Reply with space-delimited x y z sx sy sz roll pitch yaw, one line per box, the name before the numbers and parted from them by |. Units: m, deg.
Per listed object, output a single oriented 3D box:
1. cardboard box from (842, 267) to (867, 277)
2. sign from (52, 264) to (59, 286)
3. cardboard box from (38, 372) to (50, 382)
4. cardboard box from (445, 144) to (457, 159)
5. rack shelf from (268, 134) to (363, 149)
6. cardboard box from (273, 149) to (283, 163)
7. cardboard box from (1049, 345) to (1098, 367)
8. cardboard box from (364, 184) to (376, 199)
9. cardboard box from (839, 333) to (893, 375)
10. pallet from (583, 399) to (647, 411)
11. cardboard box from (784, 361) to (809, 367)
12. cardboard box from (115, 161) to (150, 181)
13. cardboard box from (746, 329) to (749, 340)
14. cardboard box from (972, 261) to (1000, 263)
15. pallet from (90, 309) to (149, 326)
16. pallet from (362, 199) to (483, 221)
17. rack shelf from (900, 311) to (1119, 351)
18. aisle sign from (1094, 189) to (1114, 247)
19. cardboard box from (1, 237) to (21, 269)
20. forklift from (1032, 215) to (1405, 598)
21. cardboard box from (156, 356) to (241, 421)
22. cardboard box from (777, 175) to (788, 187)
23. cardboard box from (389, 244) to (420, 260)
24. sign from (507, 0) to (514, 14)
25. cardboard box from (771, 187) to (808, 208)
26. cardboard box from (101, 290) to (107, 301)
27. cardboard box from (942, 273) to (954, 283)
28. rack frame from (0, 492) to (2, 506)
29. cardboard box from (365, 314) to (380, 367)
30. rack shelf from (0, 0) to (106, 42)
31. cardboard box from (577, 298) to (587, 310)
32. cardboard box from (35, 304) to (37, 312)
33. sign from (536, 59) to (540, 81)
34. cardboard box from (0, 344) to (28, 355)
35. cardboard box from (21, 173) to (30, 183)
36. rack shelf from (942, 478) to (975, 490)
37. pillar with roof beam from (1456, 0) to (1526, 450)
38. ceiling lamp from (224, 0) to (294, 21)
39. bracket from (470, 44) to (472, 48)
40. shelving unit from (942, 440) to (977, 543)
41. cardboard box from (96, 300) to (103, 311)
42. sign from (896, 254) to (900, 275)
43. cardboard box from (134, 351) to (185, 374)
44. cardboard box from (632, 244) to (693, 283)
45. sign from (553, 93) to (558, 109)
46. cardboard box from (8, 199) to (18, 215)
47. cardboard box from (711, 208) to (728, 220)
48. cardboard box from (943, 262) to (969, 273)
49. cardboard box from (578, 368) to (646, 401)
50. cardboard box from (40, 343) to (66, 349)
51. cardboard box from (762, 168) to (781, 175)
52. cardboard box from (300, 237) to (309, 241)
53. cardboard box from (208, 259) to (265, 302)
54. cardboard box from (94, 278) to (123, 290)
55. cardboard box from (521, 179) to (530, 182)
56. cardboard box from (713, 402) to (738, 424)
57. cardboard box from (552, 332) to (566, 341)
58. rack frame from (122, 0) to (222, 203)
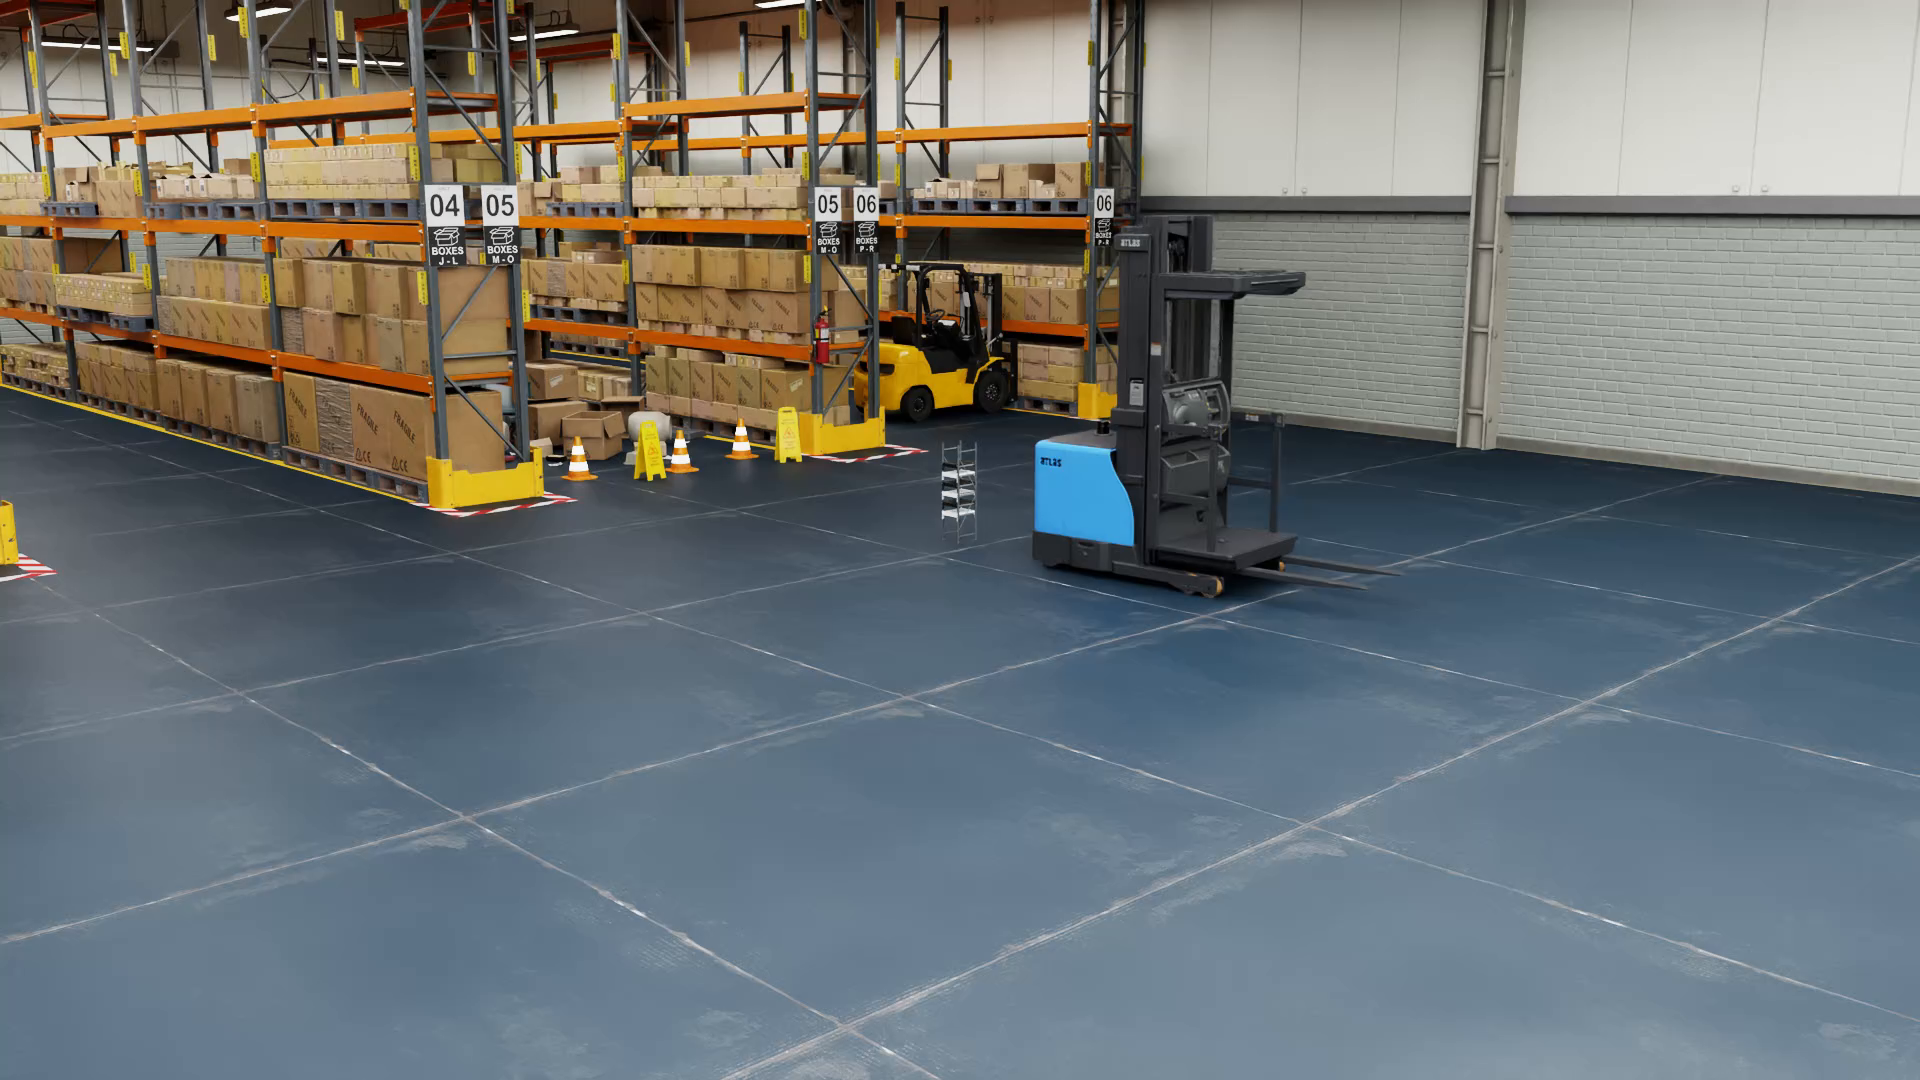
cardboard box | -1.715 -4.398 27.307 0.250 0.149 0.380 11 16 44
sign | -13.593 -3.985 25.014 0.100 0.325 0.005 -11 16 -43
cardboard box | -14.437 -2.608 26.499 0.380 0.149 0.250 -11 16 -43
cardboard box | -5.091 -4.008 17.193 0.380 0.149 0.250 -11 16 -42
rack shelf | -11.076 -7.024 29.818 1.077 0.370 4.000 -11 16 -43
cardboard box | -7.498 -4.324 18.729 0.380 0.149 0.250 -11 16 -43
cardboard box | 1.636 -2.656 24.002 0.500 0.250 0.500 -10 15 -41
cardboard box | -5.918 -3.600 17.190 0.380 0.149 0.250 -11 16 -42
cardboard box | -1.482 -3.099 27.701 0.875 0.625 0.625 -11 16 -43
pallet | -4.709 -1.923 24.058 1.003 0.211 1.213 -11 16 -43
cardboard box | -2.146 -2.053 21.695 0.500 0.500 0.500 11 16 43
cardboard box | -11.275 -5.043 22.714 0.396 0.266 0.258 -11 16 -43
cardboard box | -2.513 -2.645 21.277 0.380 0.149 0.250 -11 16 -42
cardboard box | 0.410 -4.268 25.940 0.380 0.149 0.250 -11 16 -44
pallet | -11.840 -3.243 24.034 1.003 0.211 1.213 -11 16 -43
pallet | -5.438 -3.419 17.198 1.003 0.211 1.213 -11 16 -43
rack shelf | 0.798 -3.223 25.242 1.077 0.370 4.000 -11 16 -43
aisle sign | 2.012 -4.506 23.245 0.394 0.787 0.004 -11 16 -43
cardboard box | -15.153 -4.652 26.932 0.500 0.500 0.500 -11 16 -44
forklift | 2.075 -1.101 13.331 3.031 2.935 1.130 9 15 39
cardboard box | -10.088 -2.056 22.333 1.050 0.750 0.750 -11 16 -43
cardboard box | -2.005 -4.379 20.284 0.380 0.149 0.250 -11 16 -42
cardboard box | -9.228 -4.706 27.935 0.500 0.500 0.500 -11 16 -43
sign | -4.513 -5.436 16.629 0.100 0.325 0.005 -11 16 -43
cardboard box | -1.956 -4.170 20.256 0.500 0.250 0.500 -11 16 -43
cardboard box | -11.825 -3.441 23.363 0.380 0.149 0.250 -11 16 -43
cardboard box | -0.056 -4.033 25.534 0.380 0.149 0.250 -10 16 -41
rack frame | -8.575 -1.210 13.690 1.000 3.000 0.127 -11 16 -43
cardboard box | -5.899 -2.184 18.047 0.875 0.550 0.550 -11 16 -43
rack shelf | -14.587 -8.143 26.022 1.077 0.370 4.000 -11 16 -43
cardboard box | -5.277 -3.404 23.922 0.380 0.149 0.250 -11 16 -42
cardboard box | -14.477 -3.715 26.469 0.380 0.149 0.250 -11 16 -43
sign | -6.547 -7.270 25.726 0.100 0.325 0.005 -11 16 -43
cardboard box | -15.852 -3.199 27.892 0.250 0.149 0.380 11 16 43
cardboard box | -14.345 -5.632 25.865 0.250 0.149 0.380 11 16 43
rack shelf | -0.006 -0.497 15.154 0.258 0.077 0.200 -11 16 -43
pillar with roof beam | 3.380 -4.973 17.088 9.100 9.000 0.400 -11 16 -43
ceiling lamp | -10.698 -9.713 25.631 0.800 3.185 2.000 -11 16 -43
bracket | -10.623 -10.850 36.692 0.235 0.232 0.430 -11 16 -43
shelving unit | -0.006 -0.442 15.165 0.258 0.900 0.210 -11 16 -43
cardboard box | -11.998 -3.333 23.574 0.380 0.149 0.250 -10 15 -41
sign | -0.969 -4.318 26.104 0.100 0.325 0.005 -11 16 -43
cardboard box | -11.105 -2.466 23.082 0.500 0.250 0.500 11 16 44
cardboard box | -4.023 -3.765 22.627 0.700 0.500 0.500 -11 16 -43
sign | -8.454 -9.166 34.732 0.100 0.325 0.005 -11 16 -43
cardboard box | -14.768 -5.289 26.424 0.500 0.250 0.500 -11 16 -43
cardboard box | -2.950 -4.168 21.237 0.380 0.149 0.250 -11 16 -43
cardboard box | -0.045 -4.178 25.504 0.380 0.149 0.250 -10 16 -41
cardboard box | -5.033 -2.274 24.326 0.950 0.372 0.625 -10 15 -39
cardboard box | -15.287 -3.236 28.072 0.380 0.149 0.250 -10 16 -41
cardboard box | -3.021 -6.084 28.377 0.500 0.500 0.500 -11 16 -42
cardboard box | -11.889 -5.574 30.538 0.250 0.149 0.380 11 16 43
cardboard box | -9.081 -3.303 21.123 0.700 0.500 0.500 -11 16 -43
cardboard box | -12.004 -3.625 23.518 0.380 0.149 0.250 -10 15 -40
cardboard box | -8.745 -7.305 34.235 0.500 0.250 0.500 -11 16 -43
cardboard box | -2.878 -1.683 21.758 0.500 0.250 0.500 11 16 43
cardboard box | -7.954 -4.367 34.167 0.700 0.500 0.500 -10 15 -40
rack frame | -10.443 -5.992 22.035 1.000 3.000 0.127 -11 16 -43
